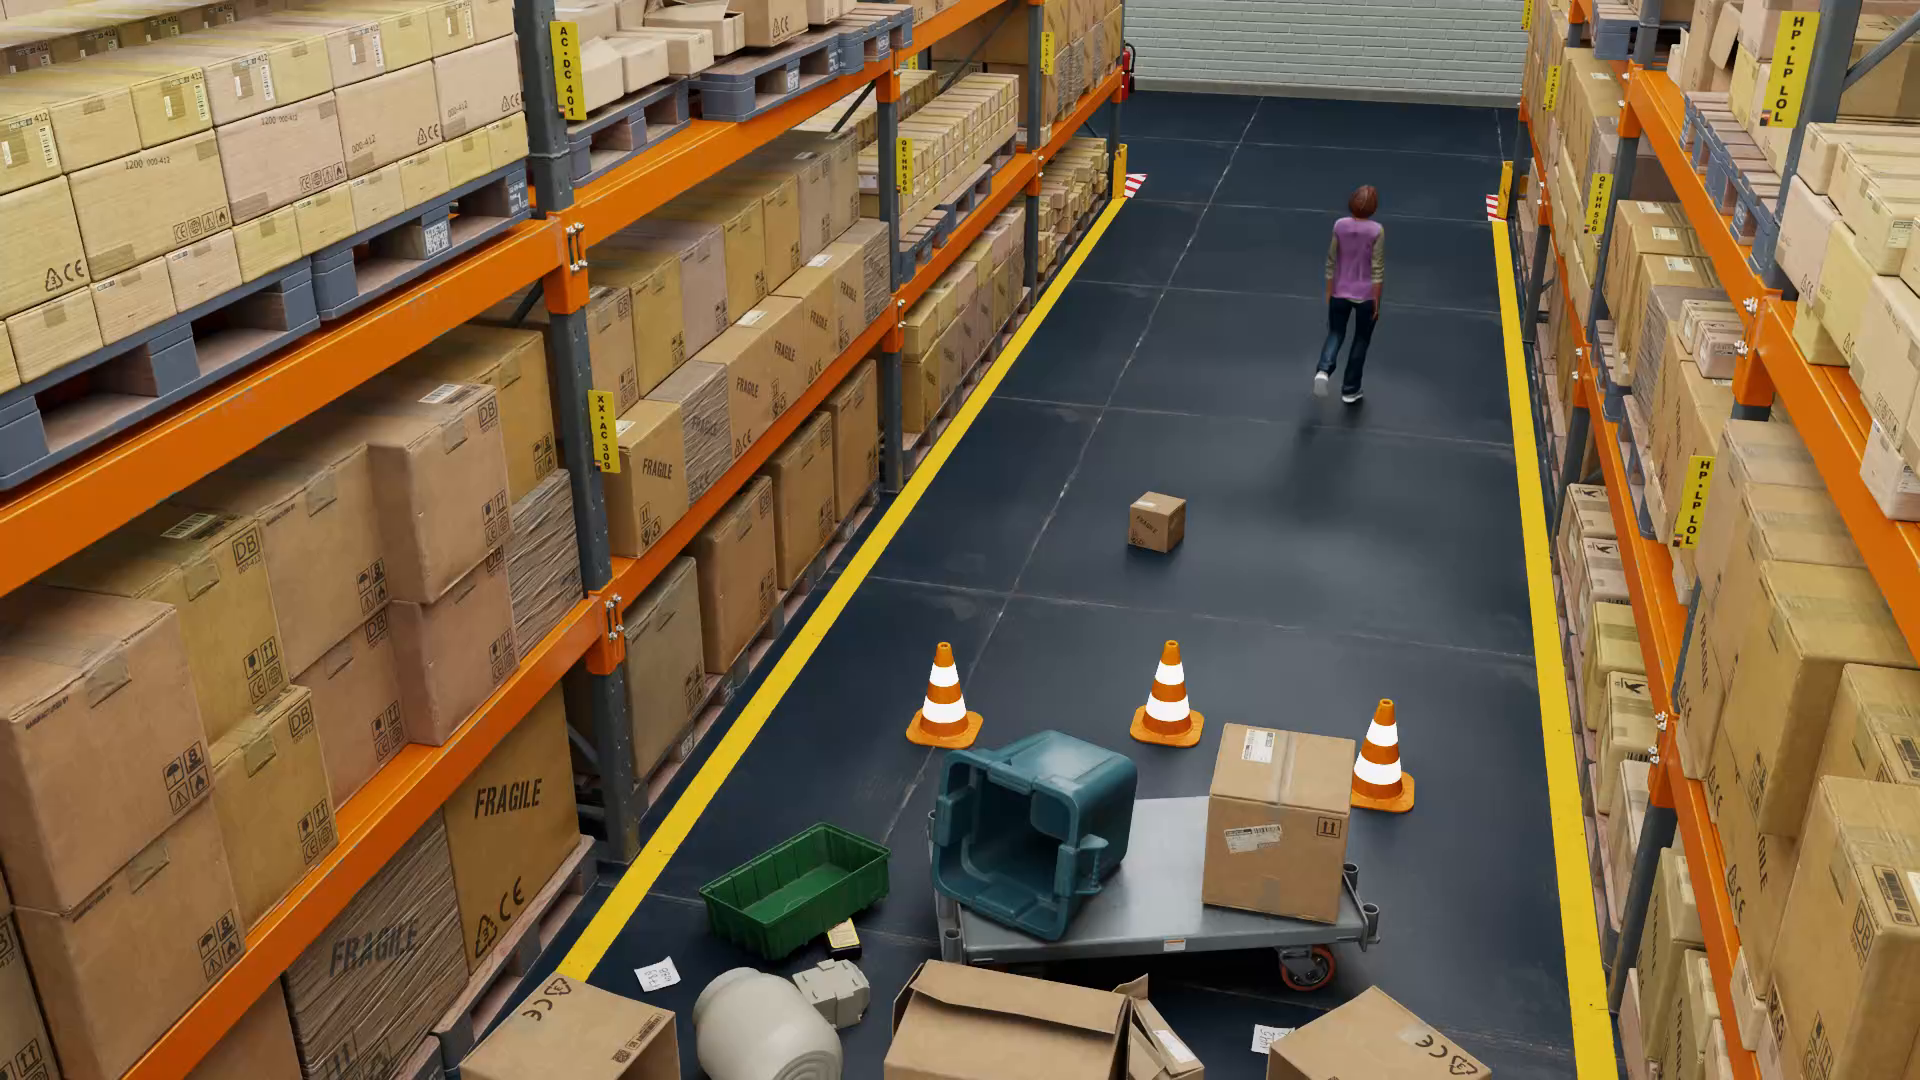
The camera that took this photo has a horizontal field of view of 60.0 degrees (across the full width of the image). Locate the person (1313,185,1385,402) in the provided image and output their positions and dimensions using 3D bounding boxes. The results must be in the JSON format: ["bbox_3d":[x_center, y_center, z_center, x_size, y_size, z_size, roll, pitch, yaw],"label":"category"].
[{"bbox_3d":[2.723,-1.690,11.597,0.413,1.582,0.606,14,29,26],"label":"person"}]
